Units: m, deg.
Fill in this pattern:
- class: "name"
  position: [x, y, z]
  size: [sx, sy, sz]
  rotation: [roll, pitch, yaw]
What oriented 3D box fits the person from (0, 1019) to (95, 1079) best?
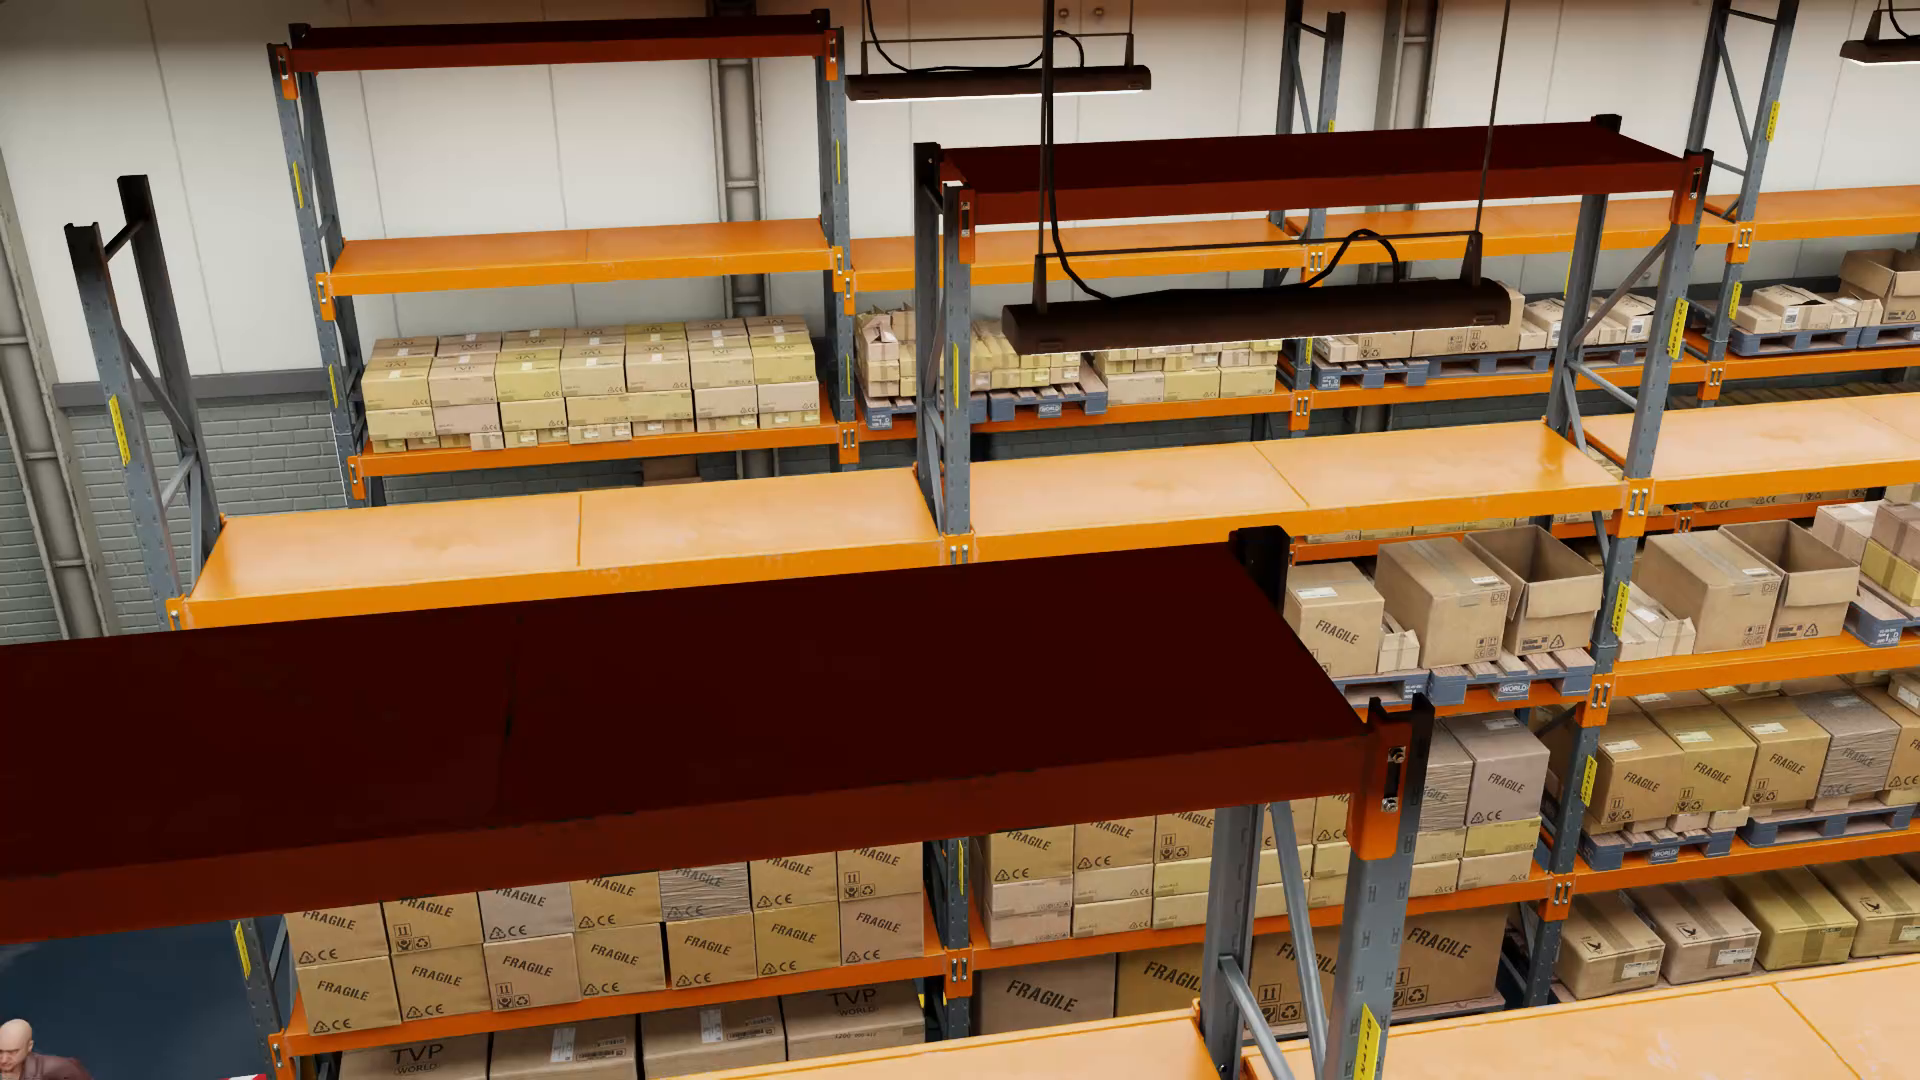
- class: "person"
  position: [-5.175, 3.362, 9.386]
  size: [0.789, 1.722, 0.750]
  rotation: [3, 26, 5]
